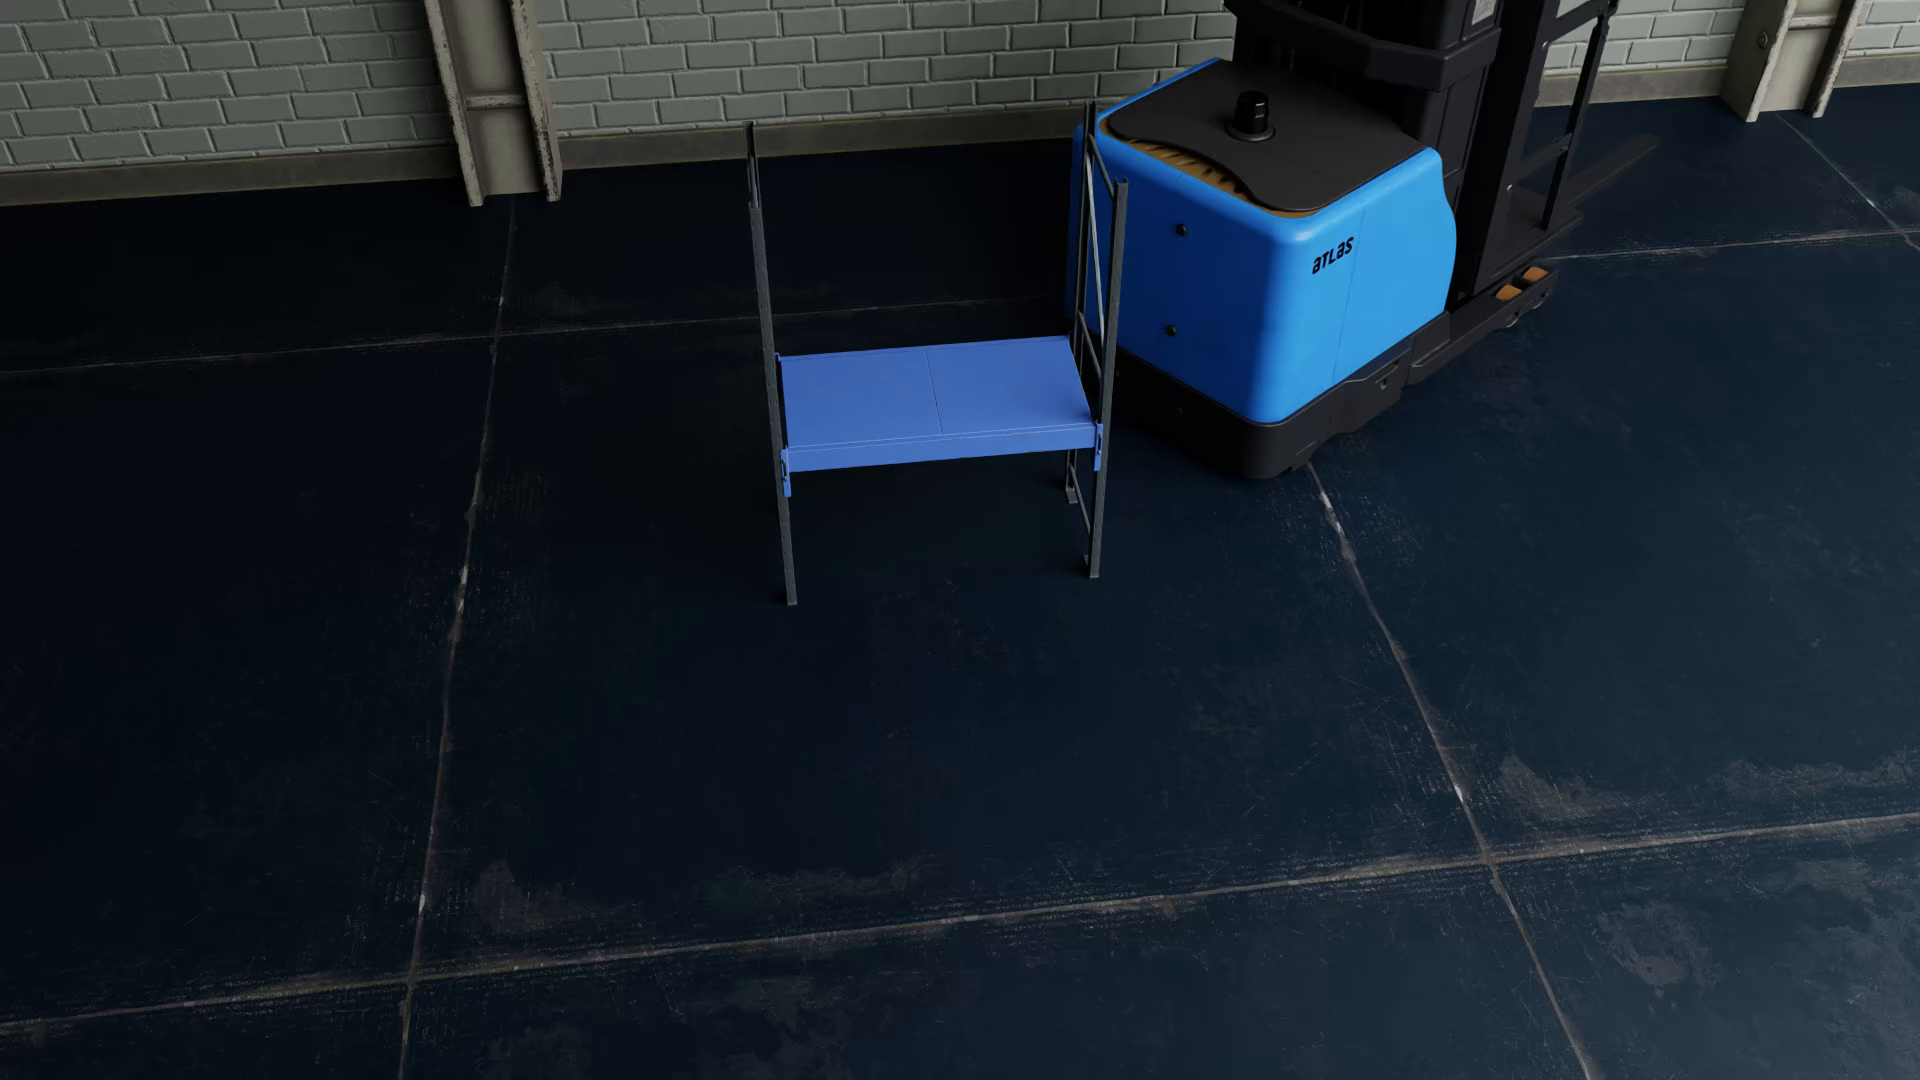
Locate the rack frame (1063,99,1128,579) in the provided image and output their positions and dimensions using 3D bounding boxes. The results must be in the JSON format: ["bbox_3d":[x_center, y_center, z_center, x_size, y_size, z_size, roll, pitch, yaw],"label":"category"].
[{"bbox_3d":[0.419,-0.594,5.288,0.032,1.500,0.500,-5,42,-6],"label":"rack frame"}]

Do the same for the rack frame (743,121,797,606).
[{"bbox_3d":[-0.589,-0.505,5.191,0.032,1.500,0.500,-5,42,-6],"label":"rack frame"}]

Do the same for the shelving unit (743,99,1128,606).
[{"bbox_3d":[-0.085,-0.550,5.239,1.048,1.500,0.538,-5,42,-6],"label":"shelving unit"}]

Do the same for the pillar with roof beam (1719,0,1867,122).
[{"bbox_3d":[4.501,-2.607,1.921,0.400,9.000,9.100,-5,42,-6],"label":"pillar with roof beam"}]

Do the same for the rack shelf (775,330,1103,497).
[{"bbox_3d":[-0.085,-0.416,5.360,1.000,0.185,0.538,-5,42,-6],"label":"rack shelf"}]

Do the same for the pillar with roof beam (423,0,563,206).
[{"bbox_3d":[-1.449,-2.086,1.344,0.400,9.000,9.100,-5,42,-6],"label":"pillar with roof beam"}]

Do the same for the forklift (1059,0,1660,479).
[{"bbox_3d":[1.791,-2.173,5.971,3.031,2.935,1.130,-33,51,-31],"label":"forklift"}]
